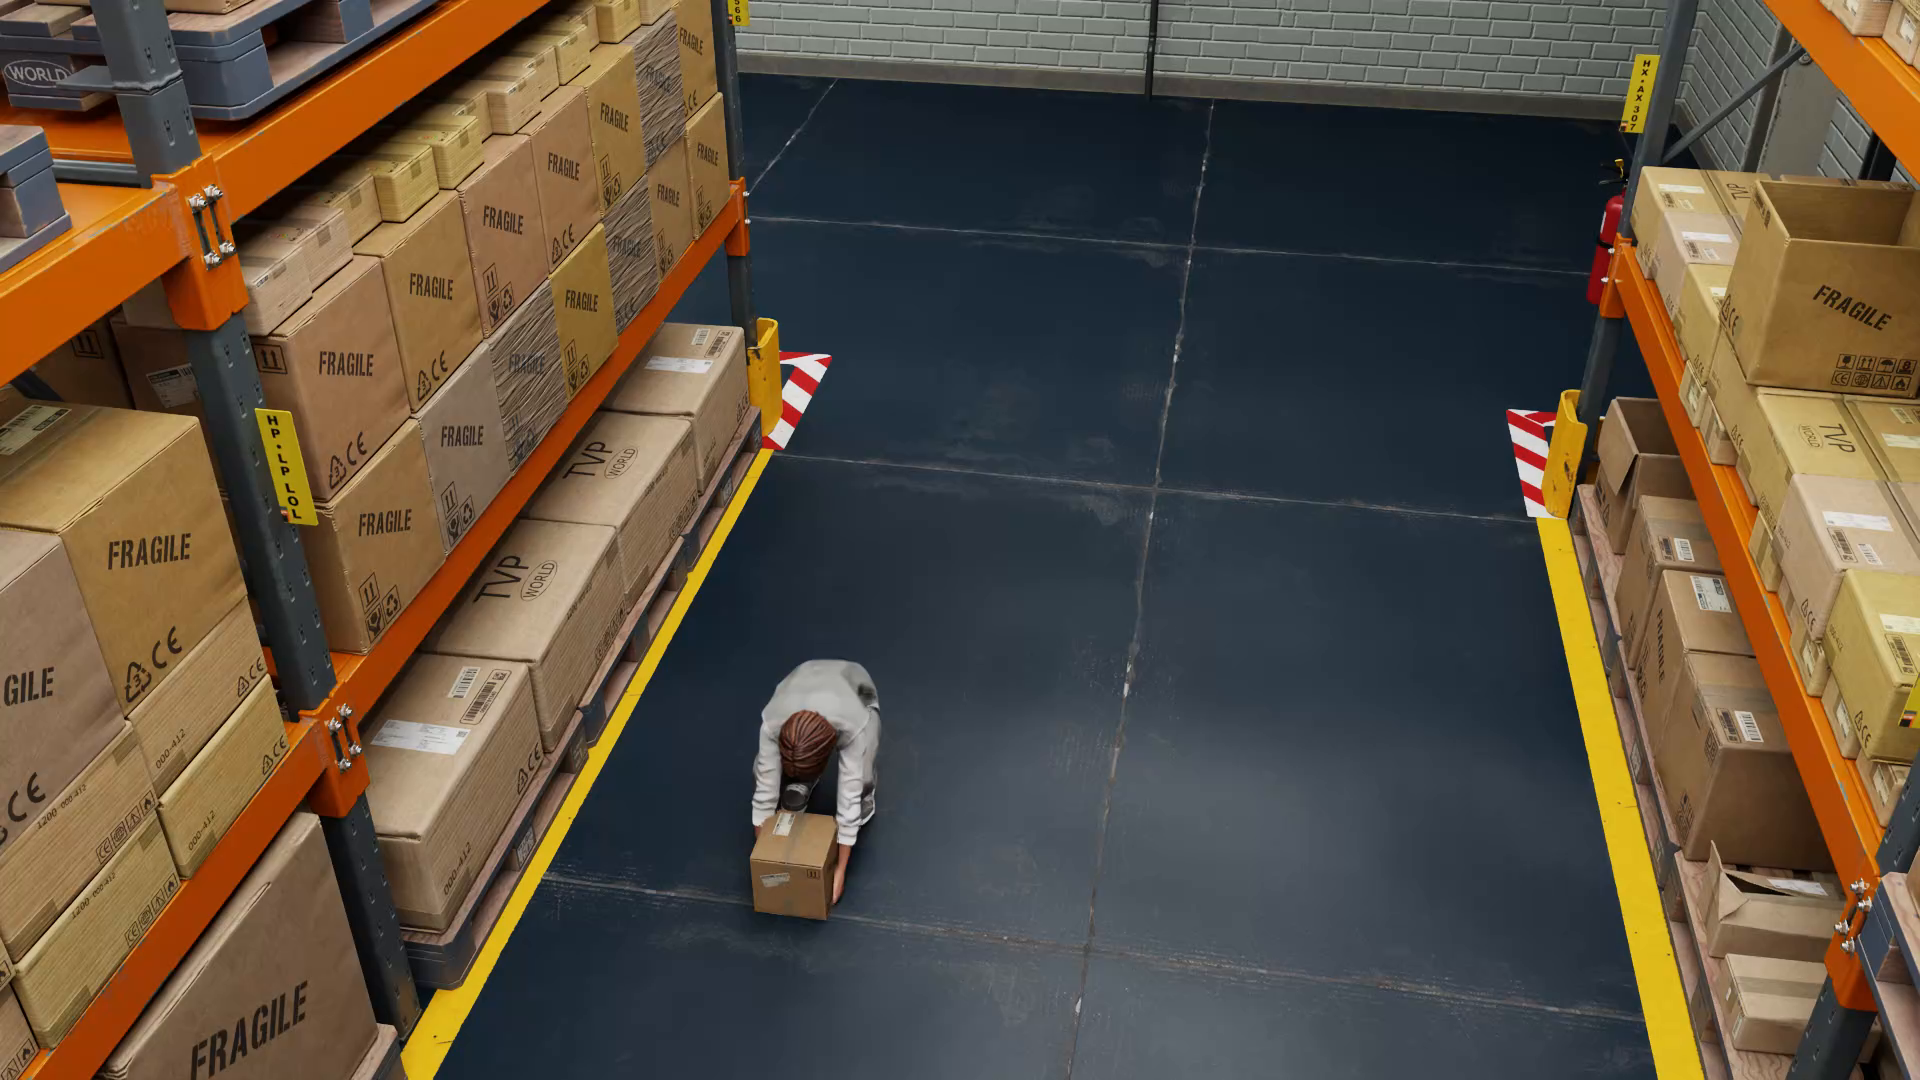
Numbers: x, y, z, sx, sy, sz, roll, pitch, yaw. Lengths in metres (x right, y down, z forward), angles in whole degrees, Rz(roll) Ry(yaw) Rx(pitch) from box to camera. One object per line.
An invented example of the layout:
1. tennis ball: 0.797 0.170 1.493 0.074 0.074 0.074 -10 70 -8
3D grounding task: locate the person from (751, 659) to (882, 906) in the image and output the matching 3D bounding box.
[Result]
1. person: -0.495 0.740 5.829 0.436 0.761 0.814 6 33 9
